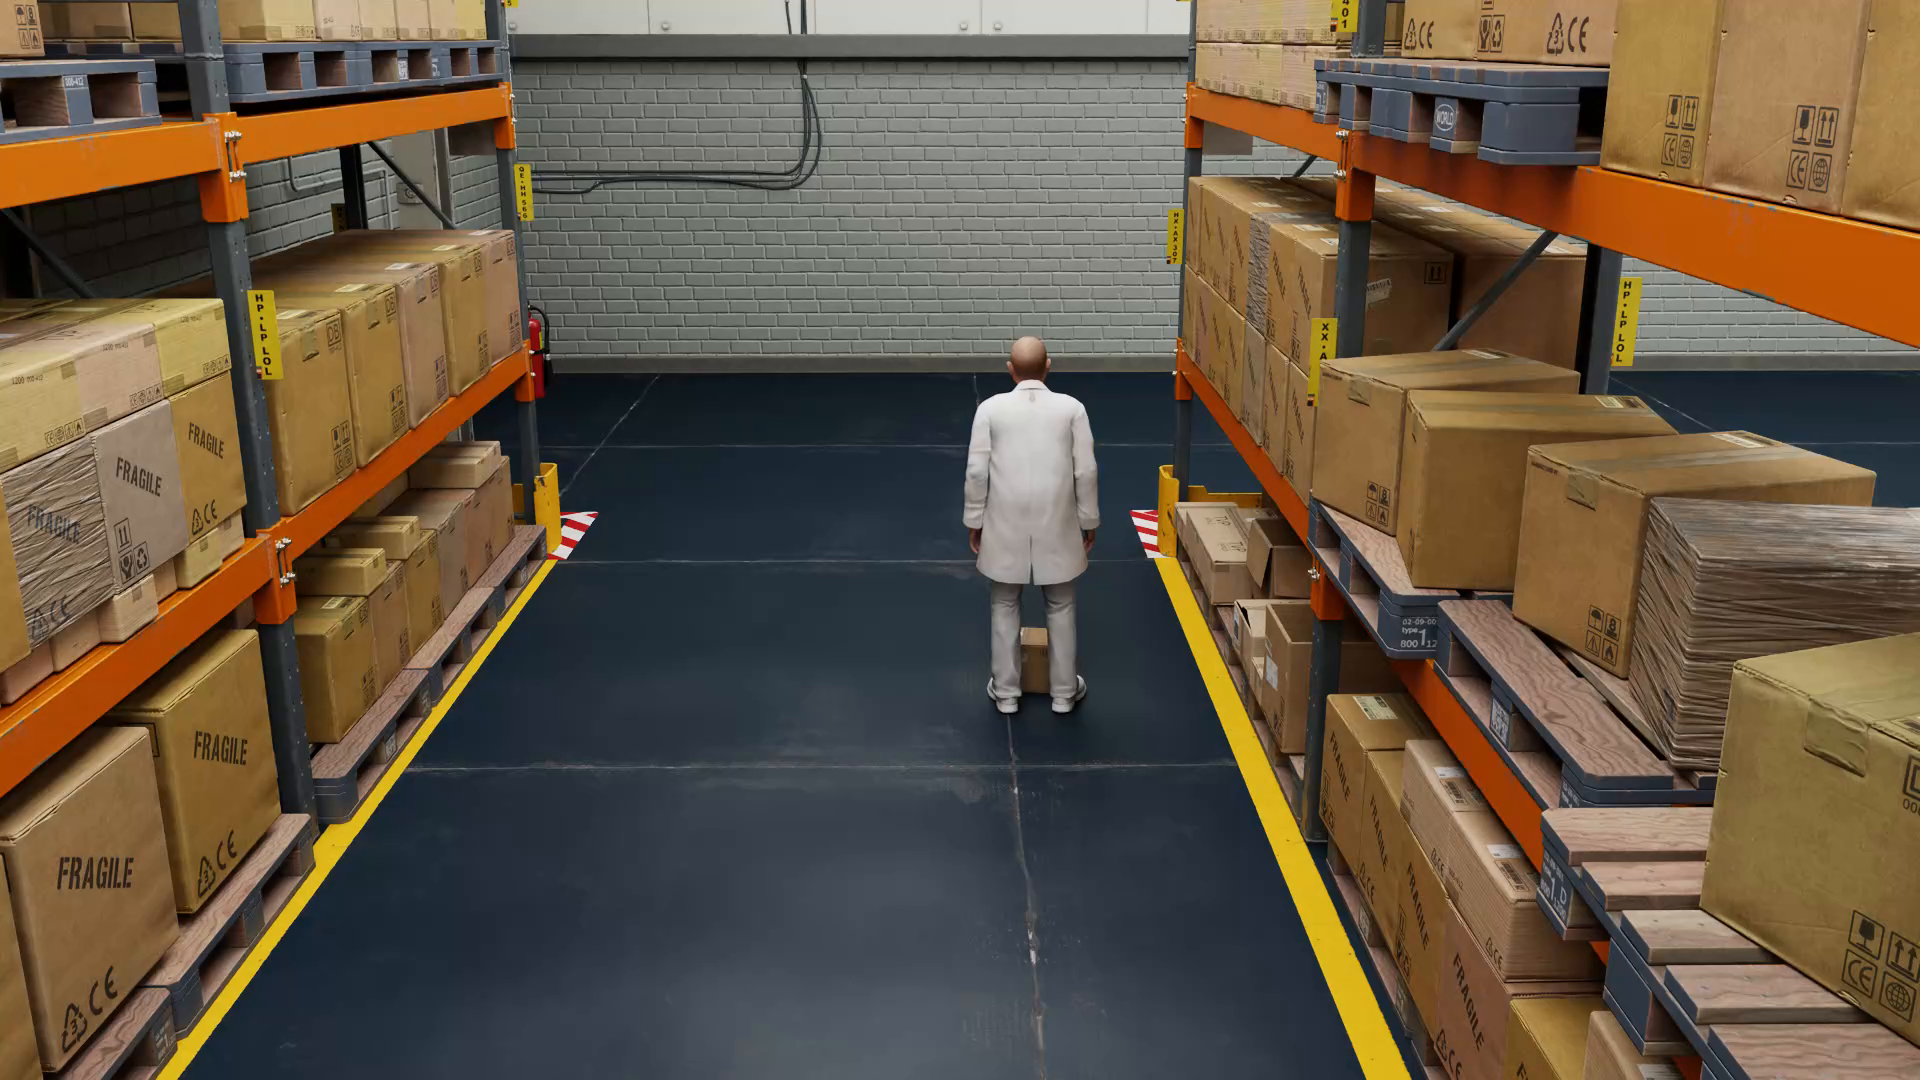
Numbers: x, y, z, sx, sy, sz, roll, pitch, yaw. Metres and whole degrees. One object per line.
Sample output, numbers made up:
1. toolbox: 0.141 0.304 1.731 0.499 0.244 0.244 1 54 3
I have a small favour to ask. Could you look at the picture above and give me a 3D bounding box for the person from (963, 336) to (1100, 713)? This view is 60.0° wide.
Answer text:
1. person: 0.335 -0.063 7.777 0.640 1.773 0.425 0 17 2
